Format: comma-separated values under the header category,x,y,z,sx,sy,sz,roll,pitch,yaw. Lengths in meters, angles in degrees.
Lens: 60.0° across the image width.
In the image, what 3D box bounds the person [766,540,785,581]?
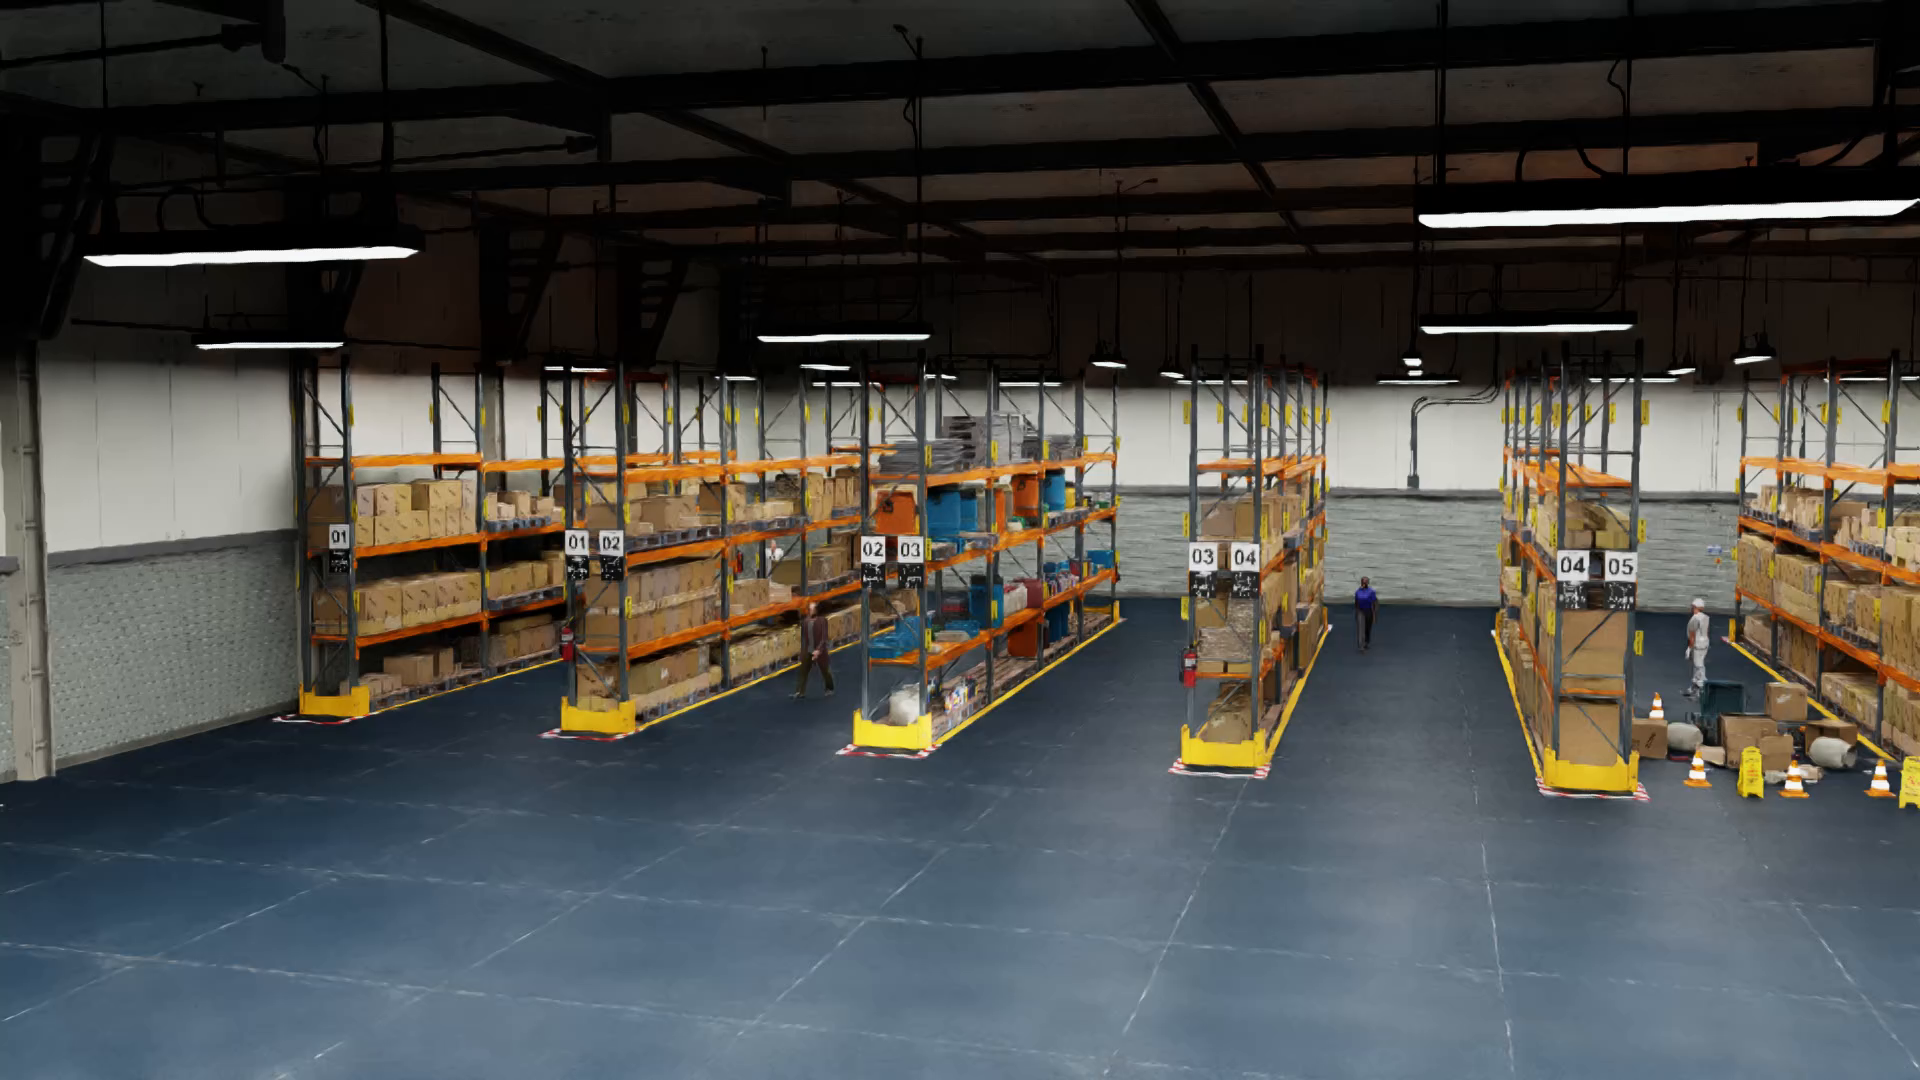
category,x,y,z,sx,sy,sz,roll,pitch,yaw
person,-4.928,0.845,43.883,0.719,1.719,0.857,0,4,-5

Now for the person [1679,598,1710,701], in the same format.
category,x,y,z,sx,sy,sz,roll,pitch,yaw
person,12.932,1.902,29.243,0.577,1.785,0.655,4,6,44

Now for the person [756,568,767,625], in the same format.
category,x,y,z,sx,sy,sz,roll,pitch,yaw
person,-4.431,1.415,37.059,0.522,1.592,0.527,-4,6,-42

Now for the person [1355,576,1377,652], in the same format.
category,x,y,z,sx,sy,sz,roll,pitch,yaw
person,8.609,1.604,35.283,0.454,1.493,0.999,1,4,14

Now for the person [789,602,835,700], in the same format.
category,x,y,z,sx,sy,sz,roll,pitch,yaw
person,-2.558,1.936,29.258,0.573,1.715,1.103,2,5,24
